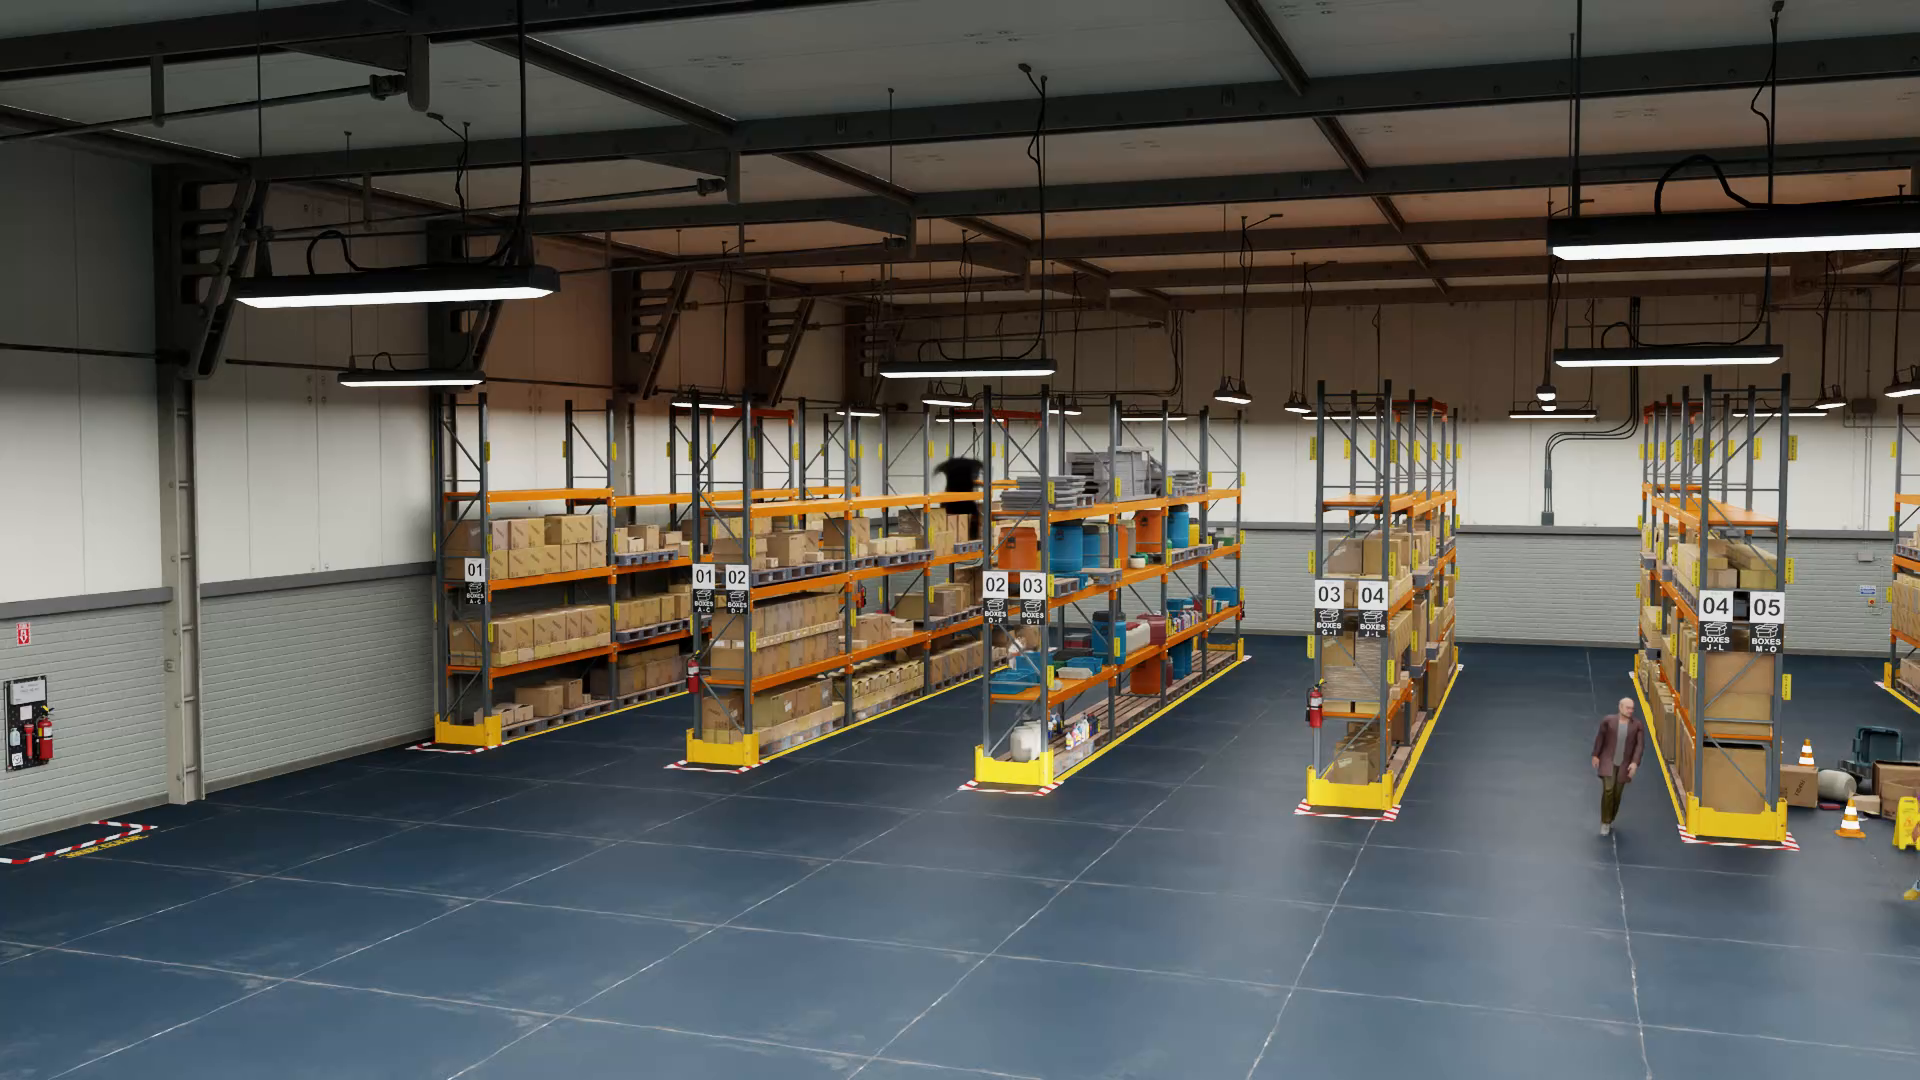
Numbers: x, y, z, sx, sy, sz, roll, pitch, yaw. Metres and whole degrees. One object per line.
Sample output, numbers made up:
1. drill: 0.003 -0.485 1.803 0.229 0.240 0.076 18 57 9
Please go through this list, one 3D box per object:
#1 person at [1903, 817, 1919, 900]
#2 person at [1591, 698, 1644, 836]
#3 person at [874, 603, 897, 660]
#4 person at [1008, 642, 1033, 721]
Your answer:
1. person: 10.702 3.193 17.917 0.830 1.681 0.699 0 3 6
2. person: 8.662 2.966 21.877 0.630 1.801 0.703 1 3 15
3. person: -1.656 2.178 37.820 0.700 1.639 0.932 0 3 -9
4. person: 1.114 2.598 30.574 0.674 1.528 0.998 2 4 38
